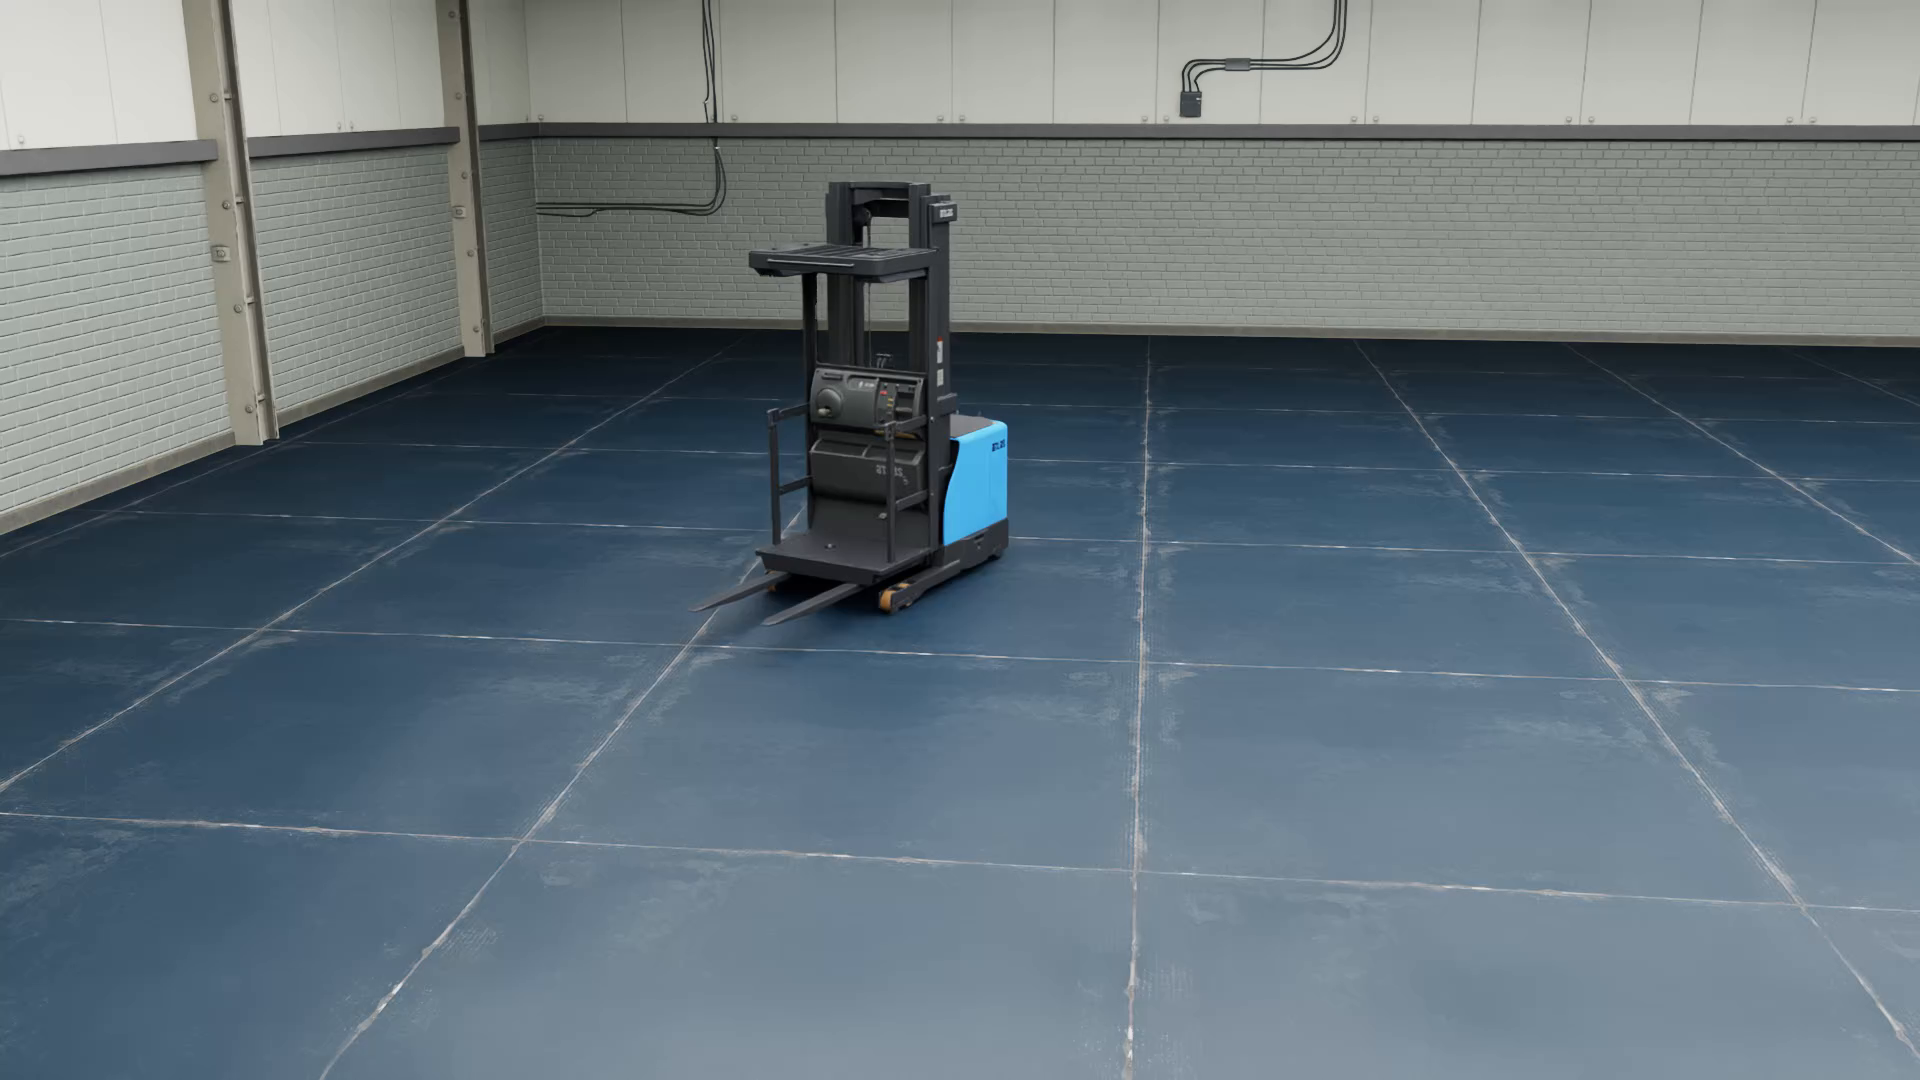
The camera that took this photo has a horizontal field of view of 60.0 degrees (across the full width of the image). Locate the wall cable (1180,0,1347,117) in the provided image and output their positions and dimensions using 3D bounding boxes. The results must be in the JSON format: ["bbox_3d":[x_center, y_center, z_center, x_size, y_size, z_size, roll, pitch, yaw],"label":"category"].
[{"bbox_3d":[4.343,-9.025,23.282,2.305,6.003,0.169,2,15,6],"label":"wall cable"}]

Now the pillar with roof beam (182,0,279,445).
[{"bbox_3d":[-3.134,-5.259,15.870,9.100,9.000,0.400,2,15,6],"label":"pillar with roof beam"}]

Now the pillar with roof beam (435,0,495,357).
[{"bbox_3d":[-2.457,-6.815,21.625,9.100,9.000,0.400,2,15,6],"label":"pillar with roof beam"}]

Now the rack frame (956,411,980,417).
[{"bbox_3d":[0.066,-0.538,13.641,0.200,1.050,0.008,3,15,11],"label":"rack frame"}]

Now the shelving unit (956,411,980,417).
[{"bbox_3d":[0.041,-0.507,13.526,0.215,1.050,0.252,3,15,11],"label":"shelving unit"}]

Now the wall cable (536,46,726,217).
[{"bbox_3d":[-5.088,-6.168,25.181,3.097,2.526,0.112,2,15,6],"label":"wall cable"}]

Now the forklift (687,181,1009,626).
[{"bbox_3d":[-0.782,-1.034,11.870,1.130,2.935,3.031,8,17,29],"label":"forklift"}]

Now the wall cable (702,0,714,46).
[{"bbox_3d":[-2.400,-8.526,24.227,3.097,2.526,0.112,2,15,6],"label":"wall cable"}]
